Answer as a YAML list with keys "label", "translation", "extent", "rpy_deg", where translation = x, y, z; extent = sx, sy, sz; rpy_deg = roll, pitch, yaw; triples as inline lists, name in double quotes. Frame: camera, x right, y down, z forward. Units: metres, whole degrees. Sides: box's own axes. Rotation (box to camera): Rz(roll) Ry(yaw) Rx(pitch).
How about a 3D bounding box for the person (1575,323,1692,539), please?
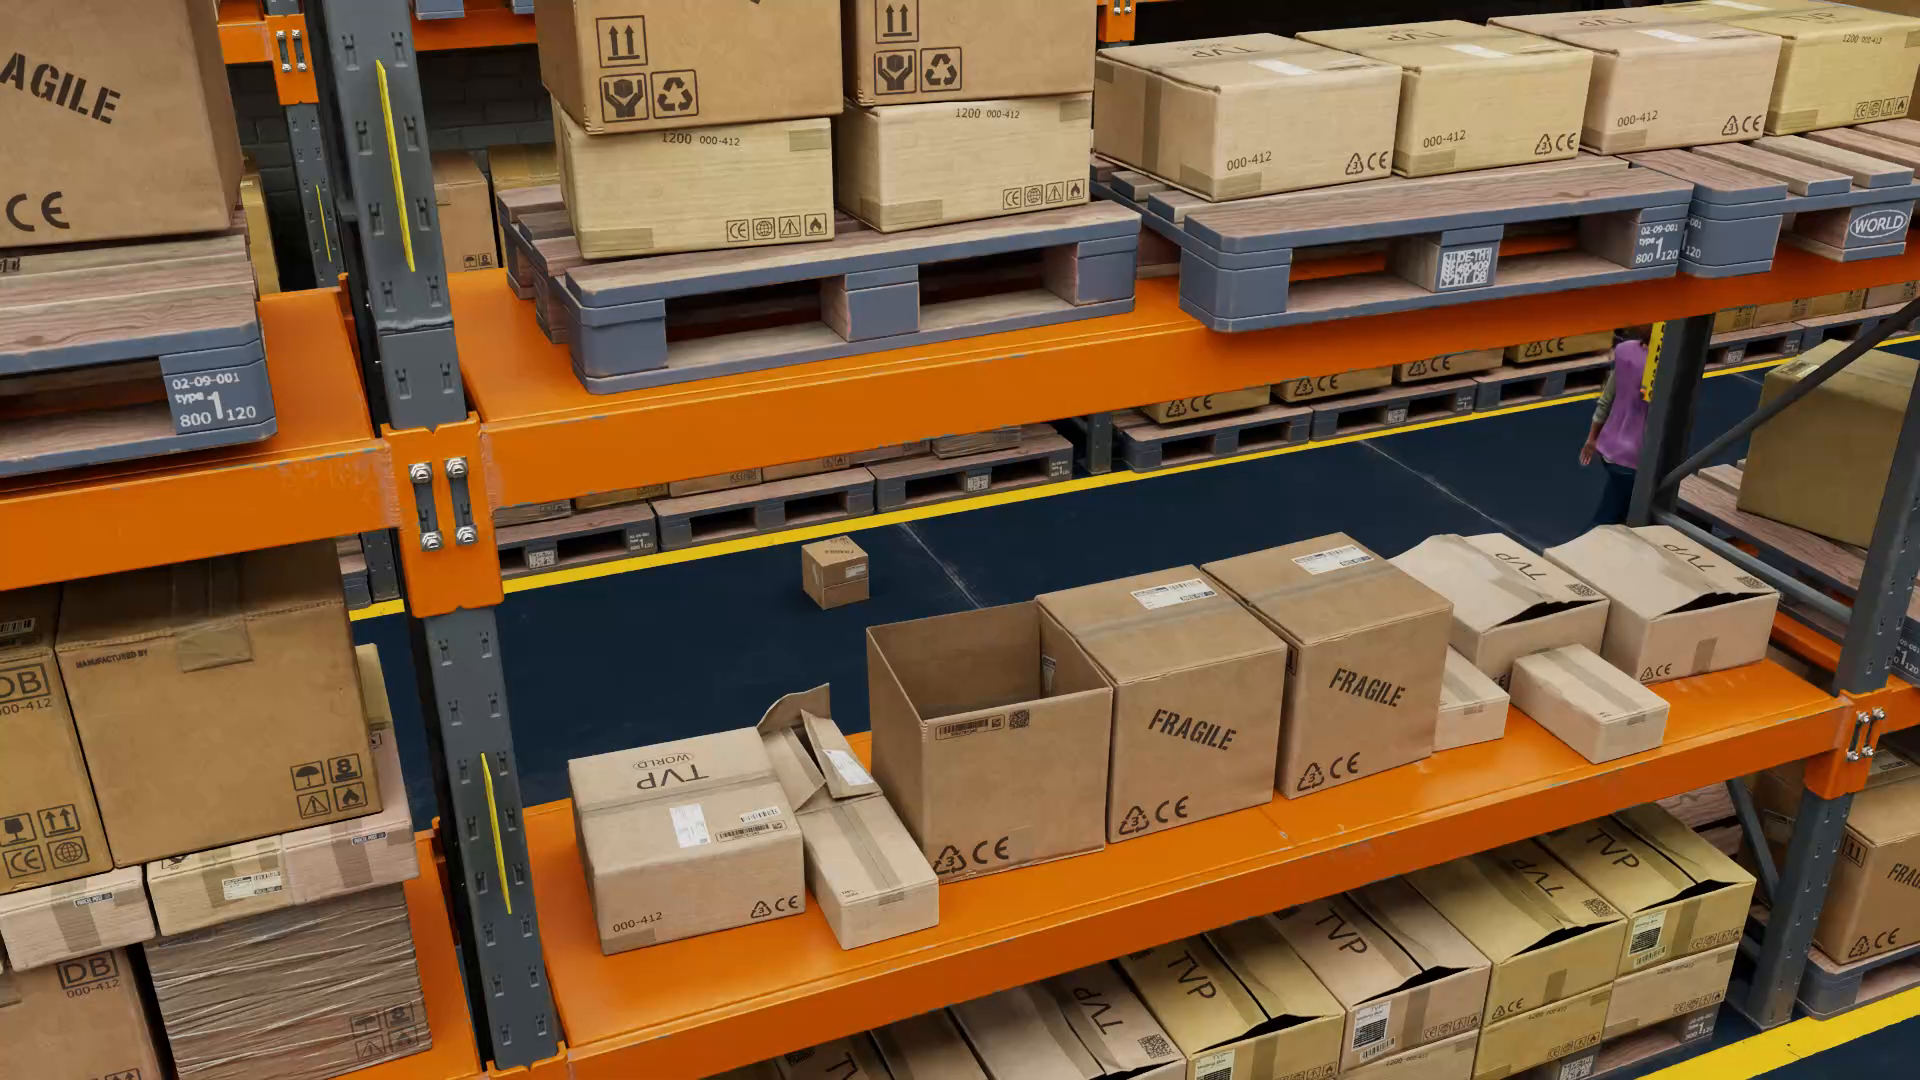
- label: "person"
  translation: [3.220, -0.372, 7.882]
  extent: [0.719, 1.620, 0.467]
  rpy_deg: [-2, 26, -4]
